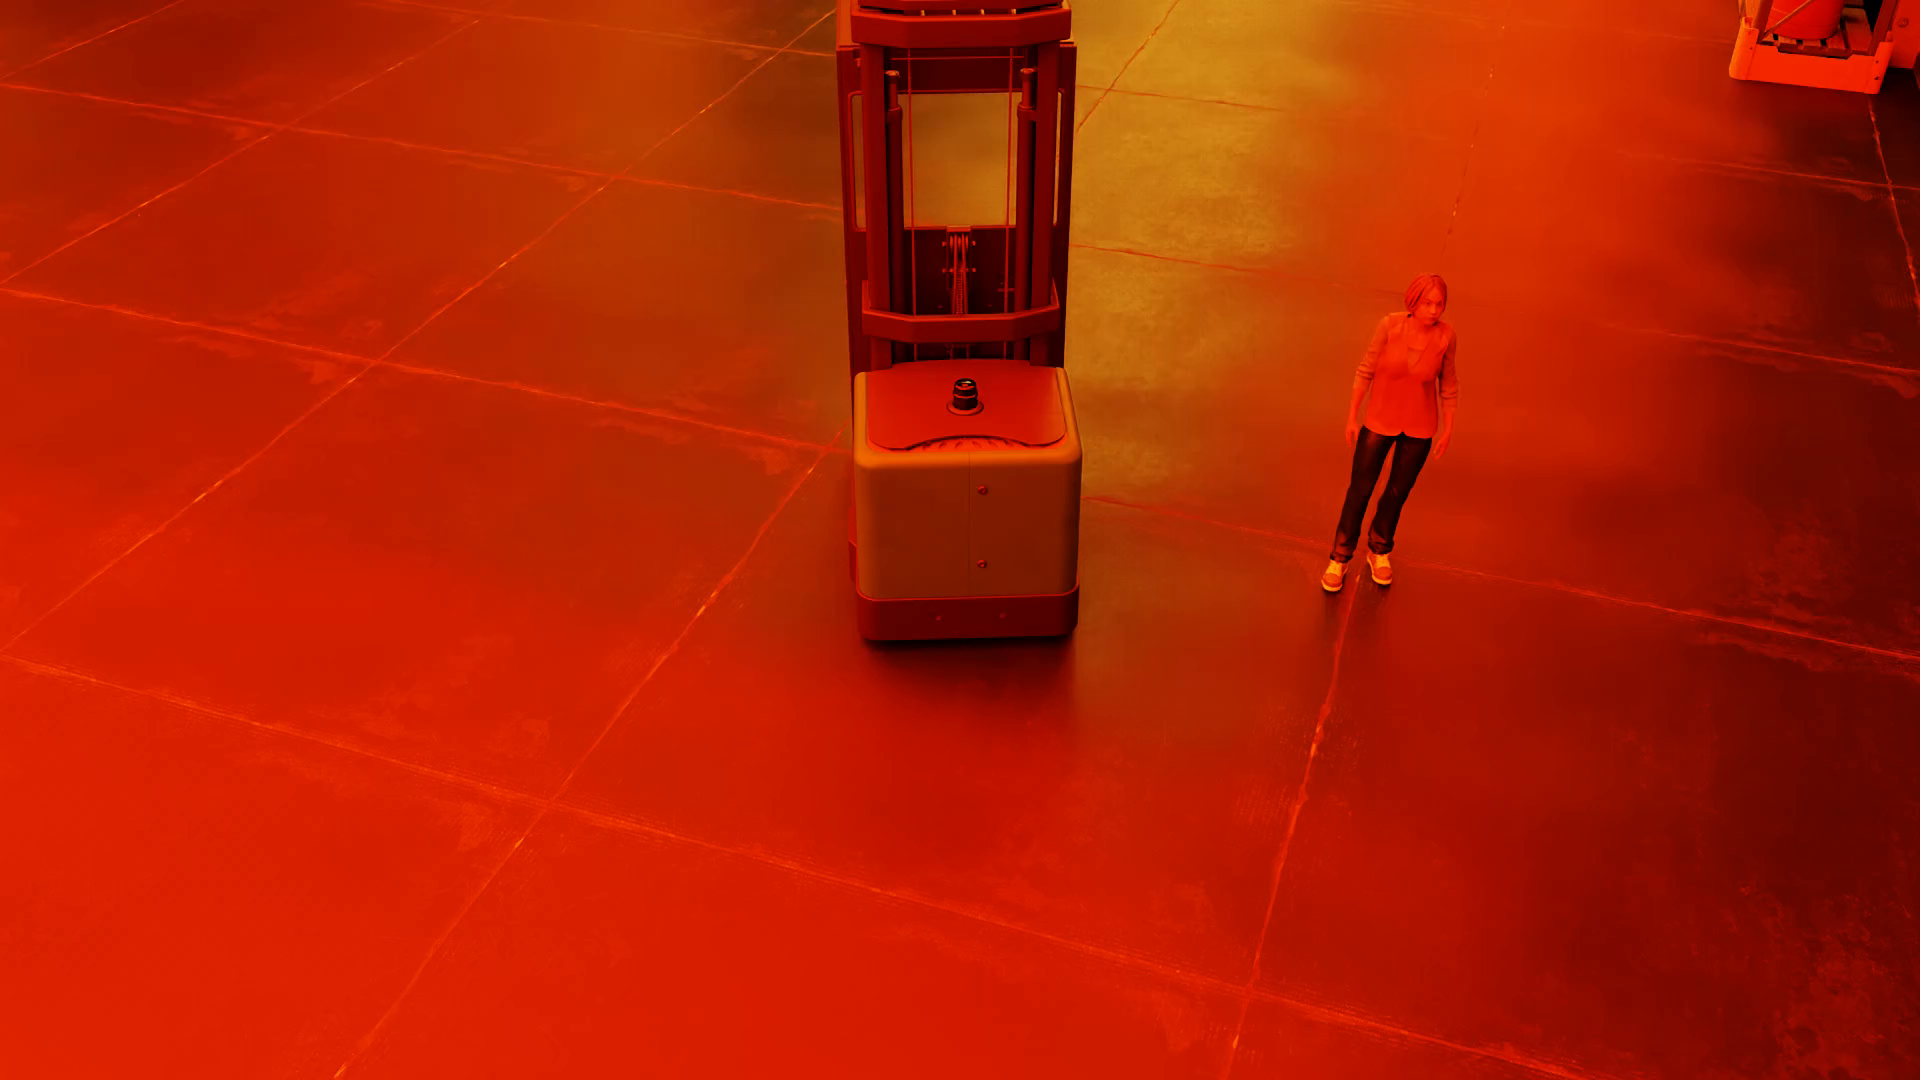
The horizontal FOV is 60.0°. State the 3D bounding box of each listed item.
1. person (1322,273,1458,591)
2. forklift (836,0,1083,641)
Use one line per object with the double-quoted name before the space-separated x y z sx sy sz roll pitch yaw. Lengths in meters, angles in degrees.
"person" 2.090 -0.495 7.949 0.520 1.597 0.475 5 36 8
"forklift" -0.029 -1.547 8.293 1.130 2.935 3.031 -2 35 -2
